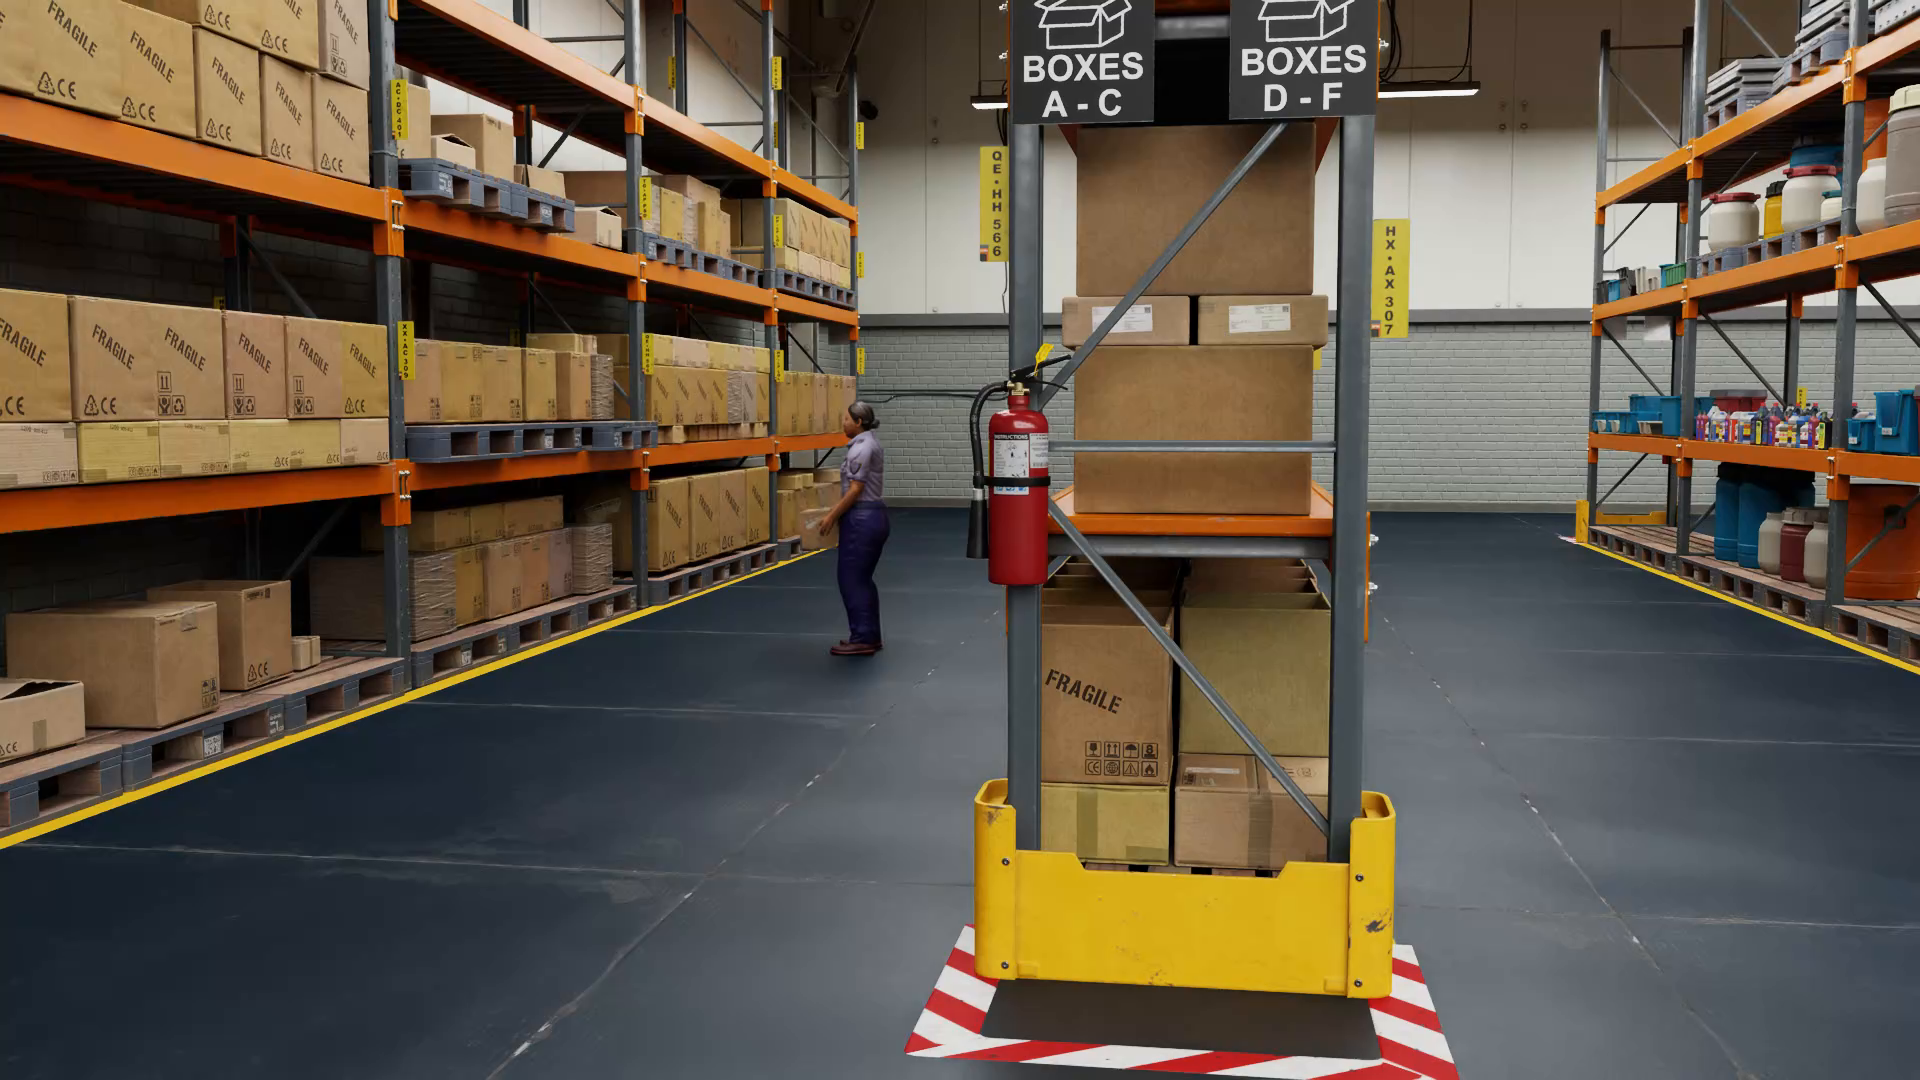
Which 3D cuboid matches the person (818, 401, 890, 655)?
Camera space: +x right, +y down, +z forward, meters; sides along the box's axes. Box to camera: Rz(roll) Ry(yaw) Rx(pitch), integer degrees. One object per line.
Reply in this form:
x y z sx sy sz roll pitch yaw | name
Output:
-0.693 -0.085 10.981 0.437 1.656 0.502 1 5 8 | person
